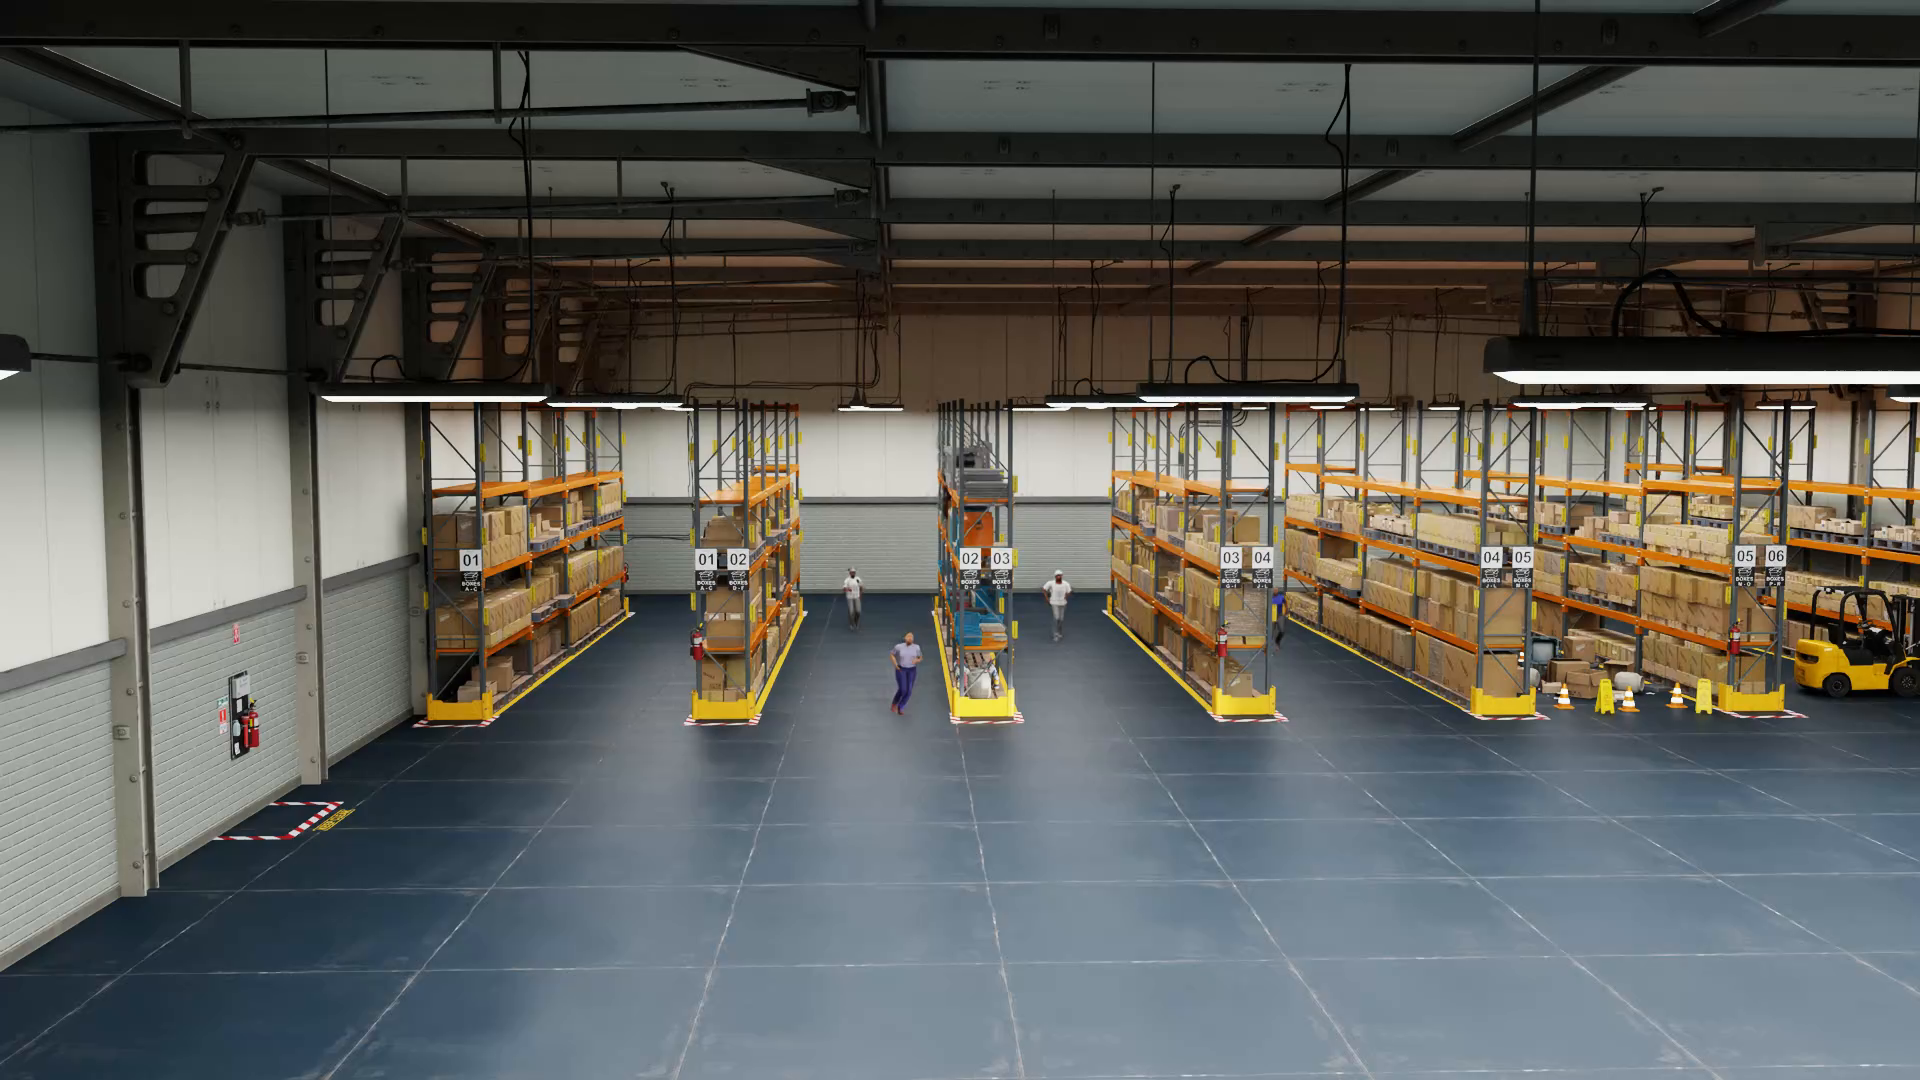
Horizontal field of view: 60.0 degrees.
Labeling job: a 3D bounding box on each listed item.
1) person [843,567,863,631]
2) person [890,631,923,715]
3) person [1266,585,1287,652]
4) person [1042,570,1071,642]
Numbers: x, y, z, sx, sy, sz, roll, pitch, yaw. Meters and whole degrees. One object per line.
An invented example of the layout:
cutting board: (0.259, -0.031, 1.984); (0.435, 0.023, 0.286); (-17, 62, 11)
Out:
person: (-2.797, 1.555, 43.894); (0.557, 1.700, 0.628); (-1, 4, -12)
person: (-0.997, 2.585, 31.643); (0.640, 1.514, 0.544); (-1, 5, -19)
person: (7.570, 1.878, 39.741); (0.587, 1.606, 0.815); (0, 4, -3)
person: (2.474, 1.664, 41.974); (0.692, 1.834, 0.682); (-1, 4, -14)
